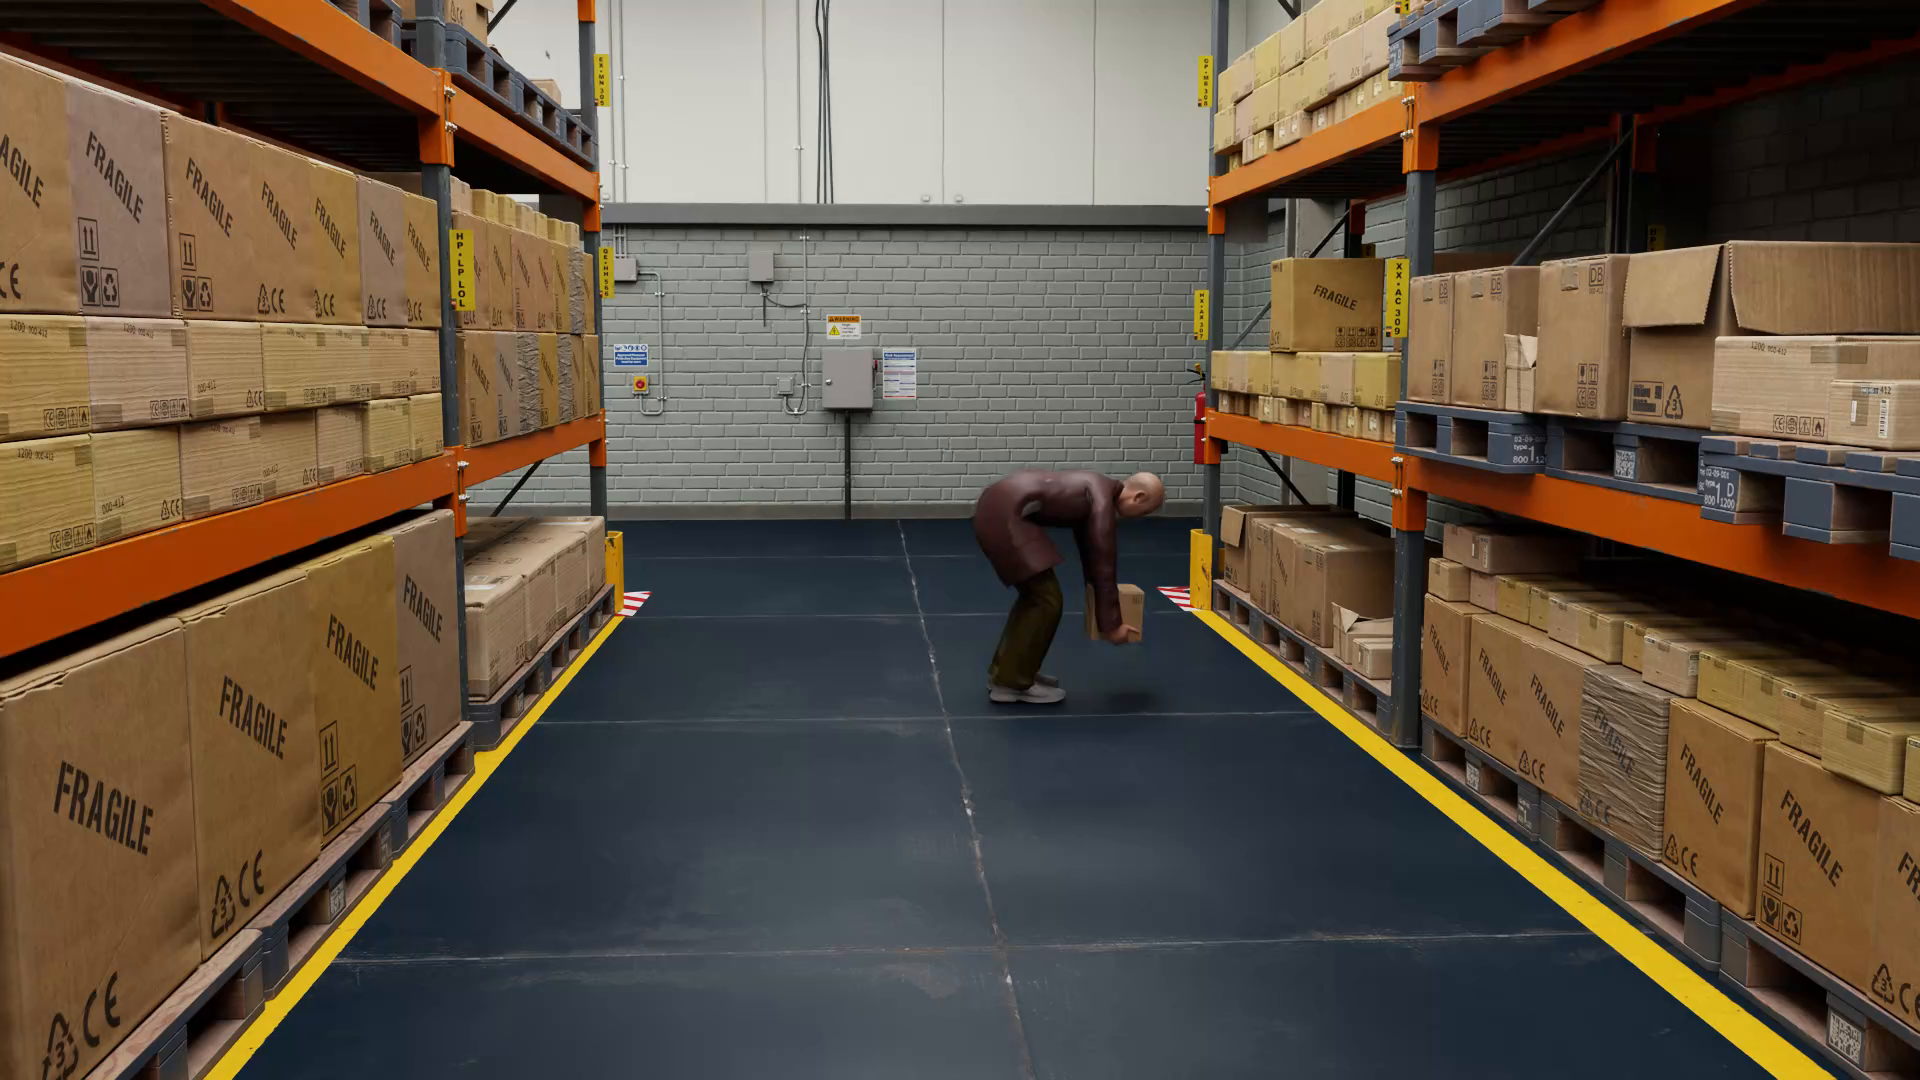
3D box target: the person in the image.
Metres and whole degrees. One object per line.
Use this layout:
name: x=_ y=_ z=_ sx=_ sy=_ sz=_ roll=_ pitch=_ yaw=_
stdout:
person: x=0.538 y=0.213 z=8.227 sx=0.948 sy=1.140 sz=0.568 roll=-1 pitch=7 yaw=-6
